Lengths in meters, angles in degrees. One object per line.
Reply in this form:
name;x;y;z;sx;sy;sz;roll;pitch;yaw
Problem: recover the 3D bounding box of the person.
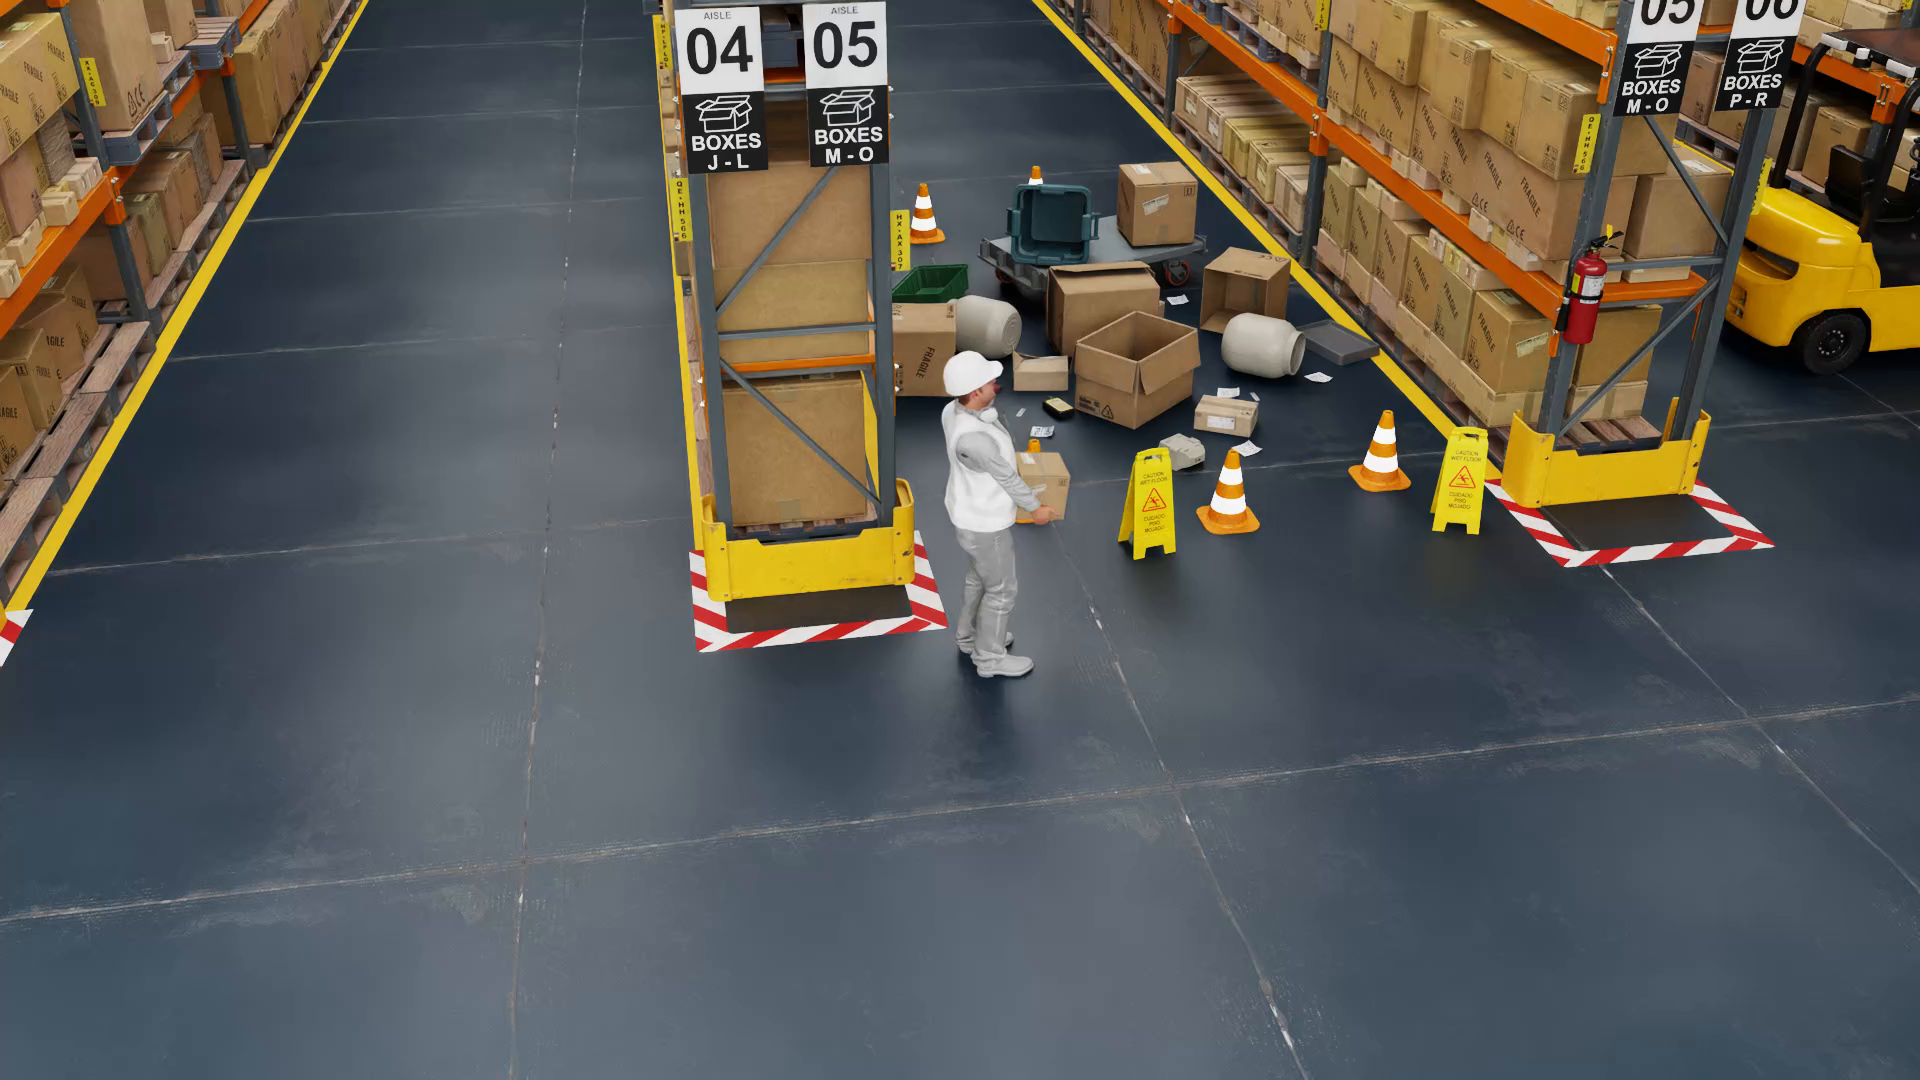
person;0.195;-0.166;8.347;0.556;1.706;0.494;-5;31;-9
